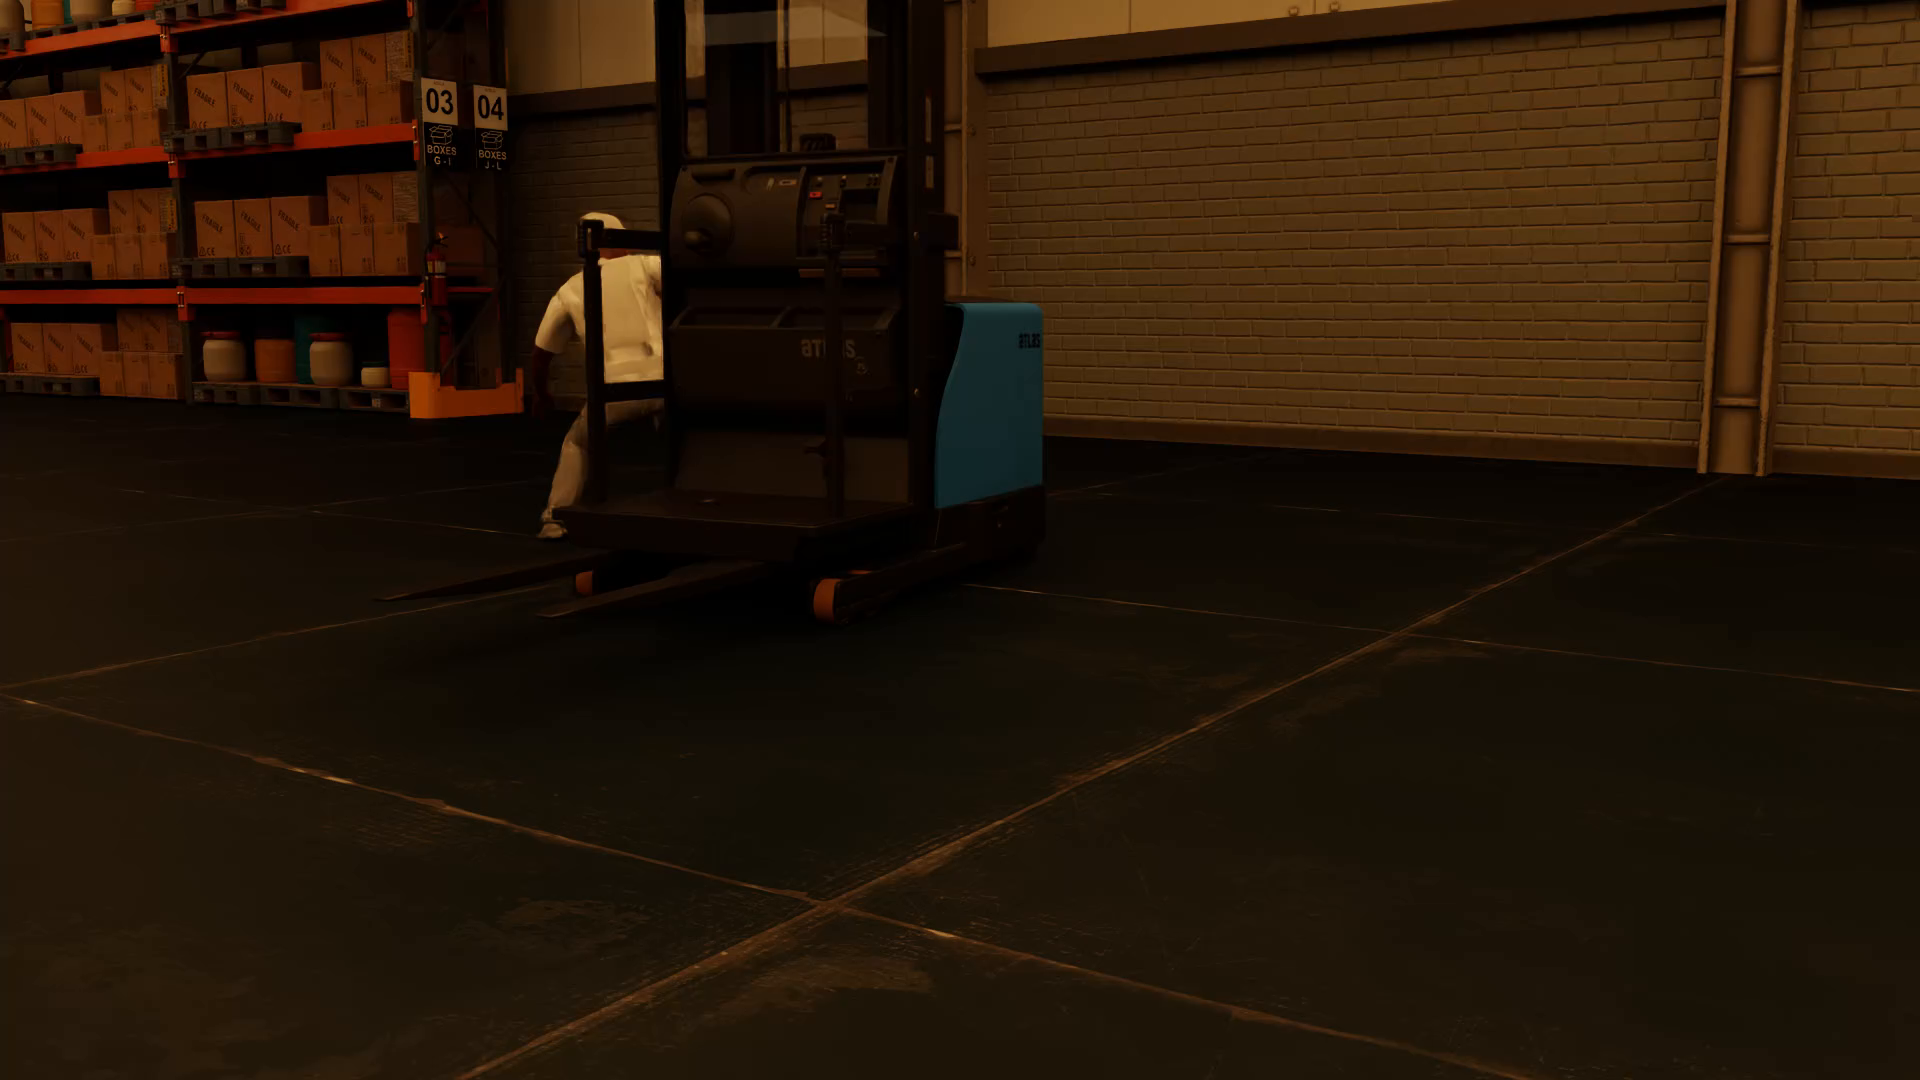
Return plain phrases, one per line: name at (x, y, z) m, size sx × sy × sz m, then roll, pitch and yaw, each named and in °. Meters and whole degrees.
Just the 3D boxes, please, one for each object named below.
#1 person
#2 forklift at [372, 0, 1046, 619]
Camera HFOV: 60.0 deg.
person at (-1.576, -0.751, 7.737) m, size 0.836 × 1.527 × 0.682 m, roll -2°, pitch 8°, yaw -14°
forklift at (-0.741, -1.232, 5.856) m, size 1.130 × 2.935 × 3.031 m, roll 4°, pitch 9°, yaw 26°
